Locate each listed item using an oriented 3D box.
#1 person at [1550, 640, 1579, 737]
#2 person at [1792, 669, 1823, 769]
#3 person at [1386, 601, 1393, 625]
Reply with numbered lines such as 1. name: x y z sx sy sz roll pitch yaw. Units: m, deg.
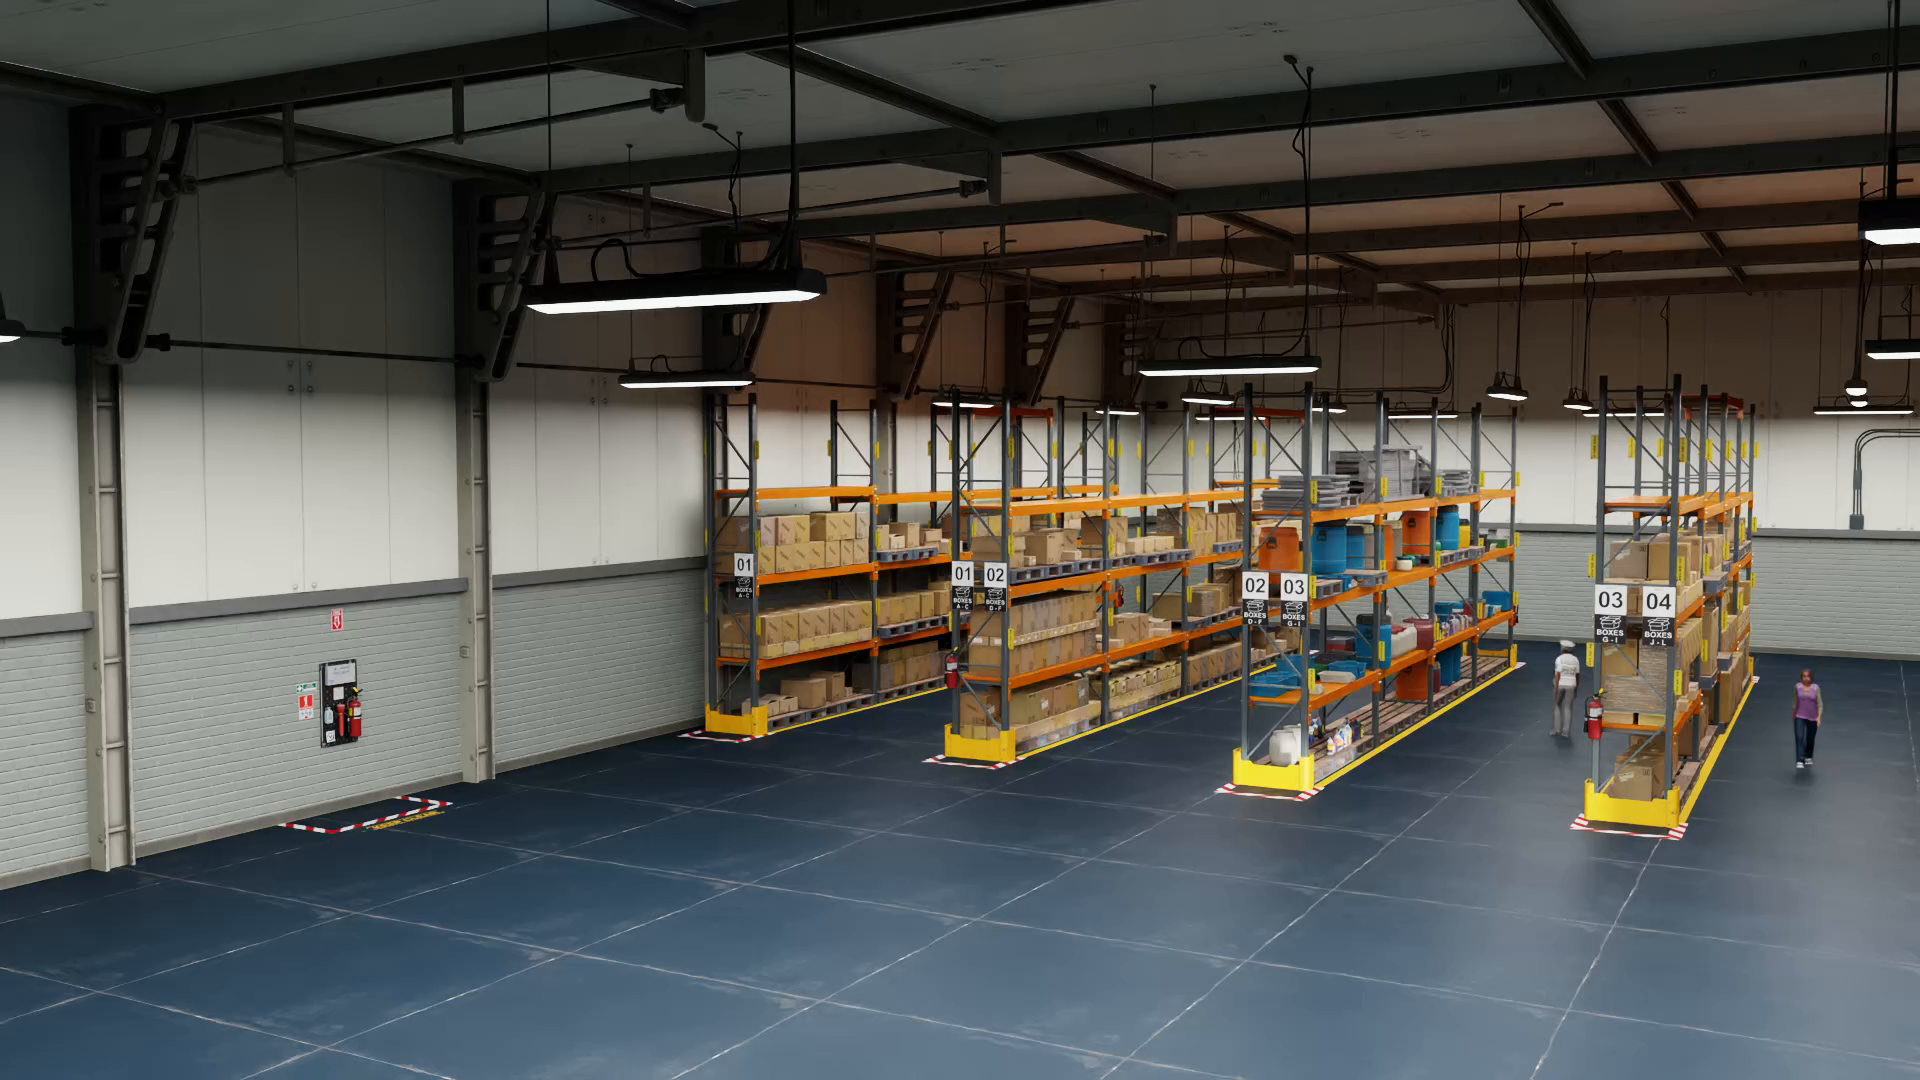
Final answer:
1. person: 10.587 2.614 29.082 0.450 1.712 0.682 1 3 16
2. person: 13.292 2.799 26.079 0.431 1.548 0.943 2 3 26
3. person: 9.504 2.145 37.552 0.525 1.603 1.060 2 4 32
